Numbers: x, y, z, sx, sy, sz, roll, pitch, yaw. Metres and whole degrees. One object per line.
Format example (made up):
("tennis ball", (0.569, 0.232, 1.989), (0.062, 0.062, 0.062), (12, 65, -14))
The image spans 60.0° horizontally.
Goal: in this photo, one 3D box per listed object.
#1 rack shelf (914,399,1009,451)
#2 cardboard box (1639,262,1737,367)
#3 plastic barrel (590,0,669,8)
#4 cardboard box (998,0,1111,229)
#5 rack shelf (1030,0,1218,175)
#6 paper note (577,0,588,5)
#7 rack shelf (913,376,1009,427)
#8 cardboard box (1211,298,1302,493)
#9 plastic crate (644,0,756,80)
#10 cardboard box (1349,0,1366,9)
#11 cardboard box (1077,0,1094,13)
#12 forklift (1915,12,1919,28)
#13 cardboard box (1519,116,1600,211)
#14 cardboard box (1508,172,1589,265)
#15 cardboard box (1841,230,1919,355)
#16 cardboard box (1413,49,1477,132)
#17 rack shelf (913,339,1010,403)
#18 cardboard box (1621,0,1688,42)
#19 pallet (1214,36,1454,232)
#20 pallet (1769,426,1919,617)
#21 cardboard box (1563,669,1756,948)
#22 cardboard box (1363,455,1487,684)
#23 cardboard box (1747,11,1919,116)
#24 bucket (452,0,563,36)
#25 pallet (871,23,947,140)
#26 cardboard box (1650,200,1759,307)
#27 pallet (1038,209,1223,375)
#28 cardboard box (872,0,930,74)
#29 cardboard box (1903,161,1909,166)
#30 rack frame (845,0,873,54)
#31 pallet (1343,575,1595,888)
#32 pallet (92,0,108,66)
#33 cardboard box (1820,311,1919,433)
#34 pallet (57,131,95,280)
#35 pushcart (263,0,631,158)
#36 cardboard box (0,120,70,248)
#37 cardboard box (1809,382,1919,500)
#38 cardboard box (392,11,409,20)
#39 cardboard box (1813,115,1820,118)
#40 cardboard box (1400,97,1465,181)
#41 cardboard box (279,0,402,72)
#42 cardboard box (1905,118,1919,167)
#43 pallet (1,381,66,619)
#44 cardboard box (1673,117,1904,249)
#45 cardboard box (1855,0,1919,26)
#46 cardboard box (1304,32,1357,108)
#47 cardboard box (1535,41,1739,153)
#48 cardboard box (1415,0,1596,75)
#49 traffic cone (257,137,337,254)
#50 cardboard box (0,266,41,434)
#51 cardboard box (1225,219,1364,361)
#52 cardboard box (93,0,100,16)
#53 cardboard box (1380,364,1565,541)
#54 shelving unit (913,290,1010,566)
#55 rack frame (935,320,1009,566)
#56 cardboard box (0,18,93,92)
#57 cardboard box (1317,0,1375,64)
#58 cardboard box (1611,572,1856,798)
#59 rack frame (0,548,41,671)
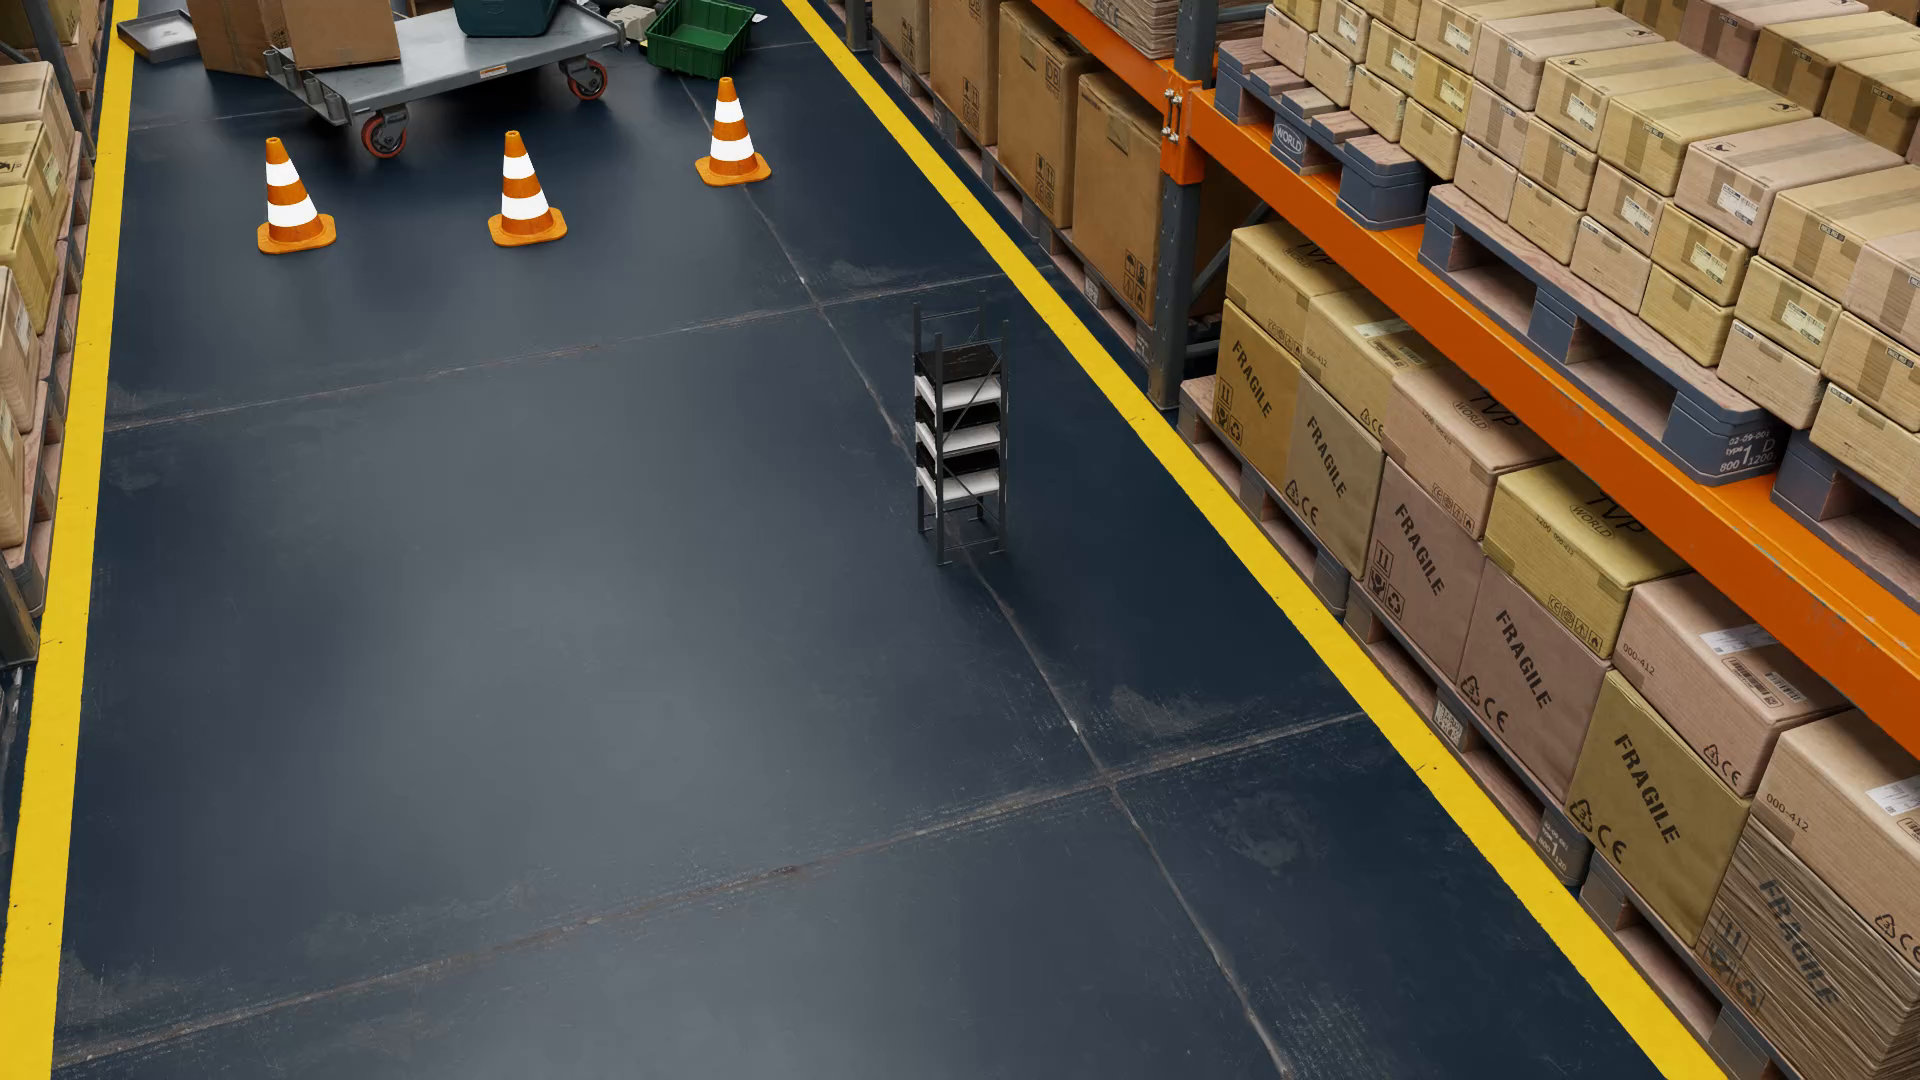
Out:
("rack shelf", (0.003, -0.400, 5.439), (0.258, 0.077, 0.200), (-12, 39, -16))
("cardboard box", (1.822, -0.551, 3.848), (0.380, 0.149, 0.250), (-11, 38, -14))
("plastic barrel", (-1.988, -3.378, 9.883), (0.512, 0.421, 0.421), (12, 39, 16))
("cardboard box", (0.790, -1.949, 7.366), (1.050, 0.750, 0.750), (-12, 39, -15))
("rack shelf", (0.531, -2.667, 7.396), (1.077, 0.370, 4.000), (-12, 39, -16))
("paper note", (-2.343, -3.283, 10.090), (0.172, 0.023, 0.155), (0, 37, 0))
("rack shelf", (0.003, -0.472, 5.385), (0.258, 0.077, 0.200), (-12, 39, -16))
("cardboard box", (1.223, -0.541, 5.704), (0.500, 0.500, 0.500), (-14, 39, -18))
("plastic crate", (-1.447, -2.811, 9.278), (0.450, 0.188, 0.662), (14, 38, 2))
("cardboard box", (1.291, -1.677, 4.849), (0.380, 0.149, 0.250), (-13, 39, -17))
("cardboard box", (0.642, -2.345, 6.287), (0.500, 0.500, 0.500), (-12, 39, -16))
("forklift", (3.657, -1.539, 5.357), (1.130, 2.935, 3.031), (19, 41, 23))
("cardboard box", (1.641, -0.969, 4.156), (0.380, 0.149, 0.250), (-13, 39, -16))
("cardboard box", (1.642, -0.849, 4.243), (0.380, 0.149, 0.250), (-12, 39, -15))
("cardboard box", (2.003, -0.503, 3.289), (0.380, 0.149, 0.250), (-13, 39, -16))
("cardboard box", (1.474, -1.251, 4.530), (0.380, 0.149, 0.250), (-12, 39, -16))
("rack shelf", (0.003, -0.544, 5.331), (0.258, 0.077, 0.200), (-12, 39, -16))
("cardboard box", (2.088, -1.507, 4.623), (0.380, 0.149, 0.250), (-11, 38, -15))
("pallet", (1.564, -1.367, 5.232), (1.213, 0.211, 1.003), (-12, 39, -16))
("pallet", (2.469, 0.050, 3.350), (1.003, 0.211, 1.213), (-12, 39, -16))
("cardboard box", (1.928, 0.610, 4.176), (0.500, 0.500, 0.500), (-13, 39, -17))
("cardboard box", (1.580, 0.031, 4.944), (0.500, 0.500, 0.500), (-13, 39, -17))
("cardboard box", (2.261, -1.217, 4.237), (0.380, 0.149, 0.250), (-11, 38, -14))
("bucket", (-2.369, -2.983, 8.675), (0.726, 0.611, 0.620), (0, 47, 0))
("pallet", (0.179, -2.550, 8.960), (1.003, 0.211, 1.213), (-12, 39, -16))
("cardboard box", (1.816, -0.679, 3.771), (0.380, 0.149, 0.250), (-12, 39, -16))
("pallet", (1.019, -1.172, 7.130), (1.003, 0.211, 1.213), (-12, 39, -16))
("cardboard box", (0.141, -3.021, 8.789), (1.050, 0.750, 0.750), (-13, 39, -16))
("cardboard box", (2.436, -0.809, 3.944), (0.380, 0.149, 0.250), (-13, 39, -17))
("rack frame", (-0.157, -4.084, 8.679), (1.000, 3.000, 0.127), (-12, 39, -16))
("pallet", (1.903, 0.419, 5.018), (1.003, 0.211, 1.213), (-12, 39, -16))
("pallet", (-5.458, -2.951, 9.492), (1.003, 0.211, 1.213), (-12, 39, -16))
("cardboard box", (2.001, -0.378, 3.371), (0.380, 0.149, 0.250), (-14, 39, -17))
("pallet", (-4.501, -1.449, 7.498), (1.003, 0.211, 1.213), (-12, 39, -16))
("pushcart", (-2.647, -2.455, 8.696), (1.648, 0.377, 0.936), (-27, 45, -31))
("cardboard box", (-4.337, -1.419, 6.976), (0.950, 0.372, 0.625), (-10, 38, -13))
("cardboard box", (2.013, -0.245, 3.442), (0.380, 0.149, 0.250), (-14, 39, -18))
("cardboard box", (-3.035, -2.815, 9.266), (0.396, 0.266, 0.258), (19, 41, 23))
("cardboard box", (2.263, -1.098, 4.327), (0.380, 0.149, 0.250), (-11, 38, -15))
("cardboard box", (1.463, -1.141, 4.632), (0.380, 0.149, 0.250), (-11, 38, -14))
("cardboard box", (-3.109, -2.692, 8.279), (0.500, 0.500, 0.500), (-12, 39, -16))
("cardboard box", (2.446, -0.918, 3.841), (0.380, 0.149, 0.250), (-11, 38, -14))
("pallet", (-3.661, -0.071, 5.668), (1.003, 0.211, 1.213), (-12, 39, -16))
("cardboard box", (1.826, -0.793, 3.675), (0.380, 0.149, 0.250), (-14, 39, -18))
("cardboard box", (5.257, -2.976, 8.919), (0.700, 0.500, 0.500), (-9, 38, -12))
("cardboard box", (1.276, -1.446, 5.036), (0.380, 0.149, 0.250), (-11, 38, -14))
("cardboard box", (1.650, -1.086, 4.064), (0.380, 0.149, 0.250), (-11, 38, -15))
("cardboard box", (1.462, -1.388, 4.465), (0.380, 0.149, 0.250), (-14, 39, -18))
("traffic cone", (-3.029, -1.578, 7.461), (0.336, 0.463, 0.334), (-12, 39, -16))
("cardboard box", (-3.840, -0.597, 5.885), (0.950, 0.372, 0.625), (-13, 39, -17))
("cardboard box", (1.229, -0.854, 5.496), (0.500, 0.250, 0.500), (-14, 39, -18))
("cardboard box", (-5.099, -3.059, 9.255), (0.500, 0.250, 0.500), (-13, 39, -17))
("cardboard box", (1.562, -0.285, 4.741), (0.500, 0.250, 0.500), (-12, 39, -16))
("shelving unit", (0.003, -0.355, 5.473), (0.258, 0.900, 0.210), (-12, 39, -16))
("rack frame", (0.038, -0.297, 5.397), (0.240, 0.900, 0.006), (-12, 39, -16))
("cardboard box", (-4.720, -2.461, 8.460), (0.500, 0.250, 0.500), (-14, 39, -18))
("cardboard box", (1.292, -1.543, 4.918), (0.380, 0.149, 0.250), (-11, 38, -14))
("cardboard box", (1.938, 0.305, 3.958), (0.500, 0.250, 0.500), (-11, 38, -14))
("rack frame", (-3.394, -0.743, 4.243), (1.000, 3.000, 0.127), (-12, 39, -16))
